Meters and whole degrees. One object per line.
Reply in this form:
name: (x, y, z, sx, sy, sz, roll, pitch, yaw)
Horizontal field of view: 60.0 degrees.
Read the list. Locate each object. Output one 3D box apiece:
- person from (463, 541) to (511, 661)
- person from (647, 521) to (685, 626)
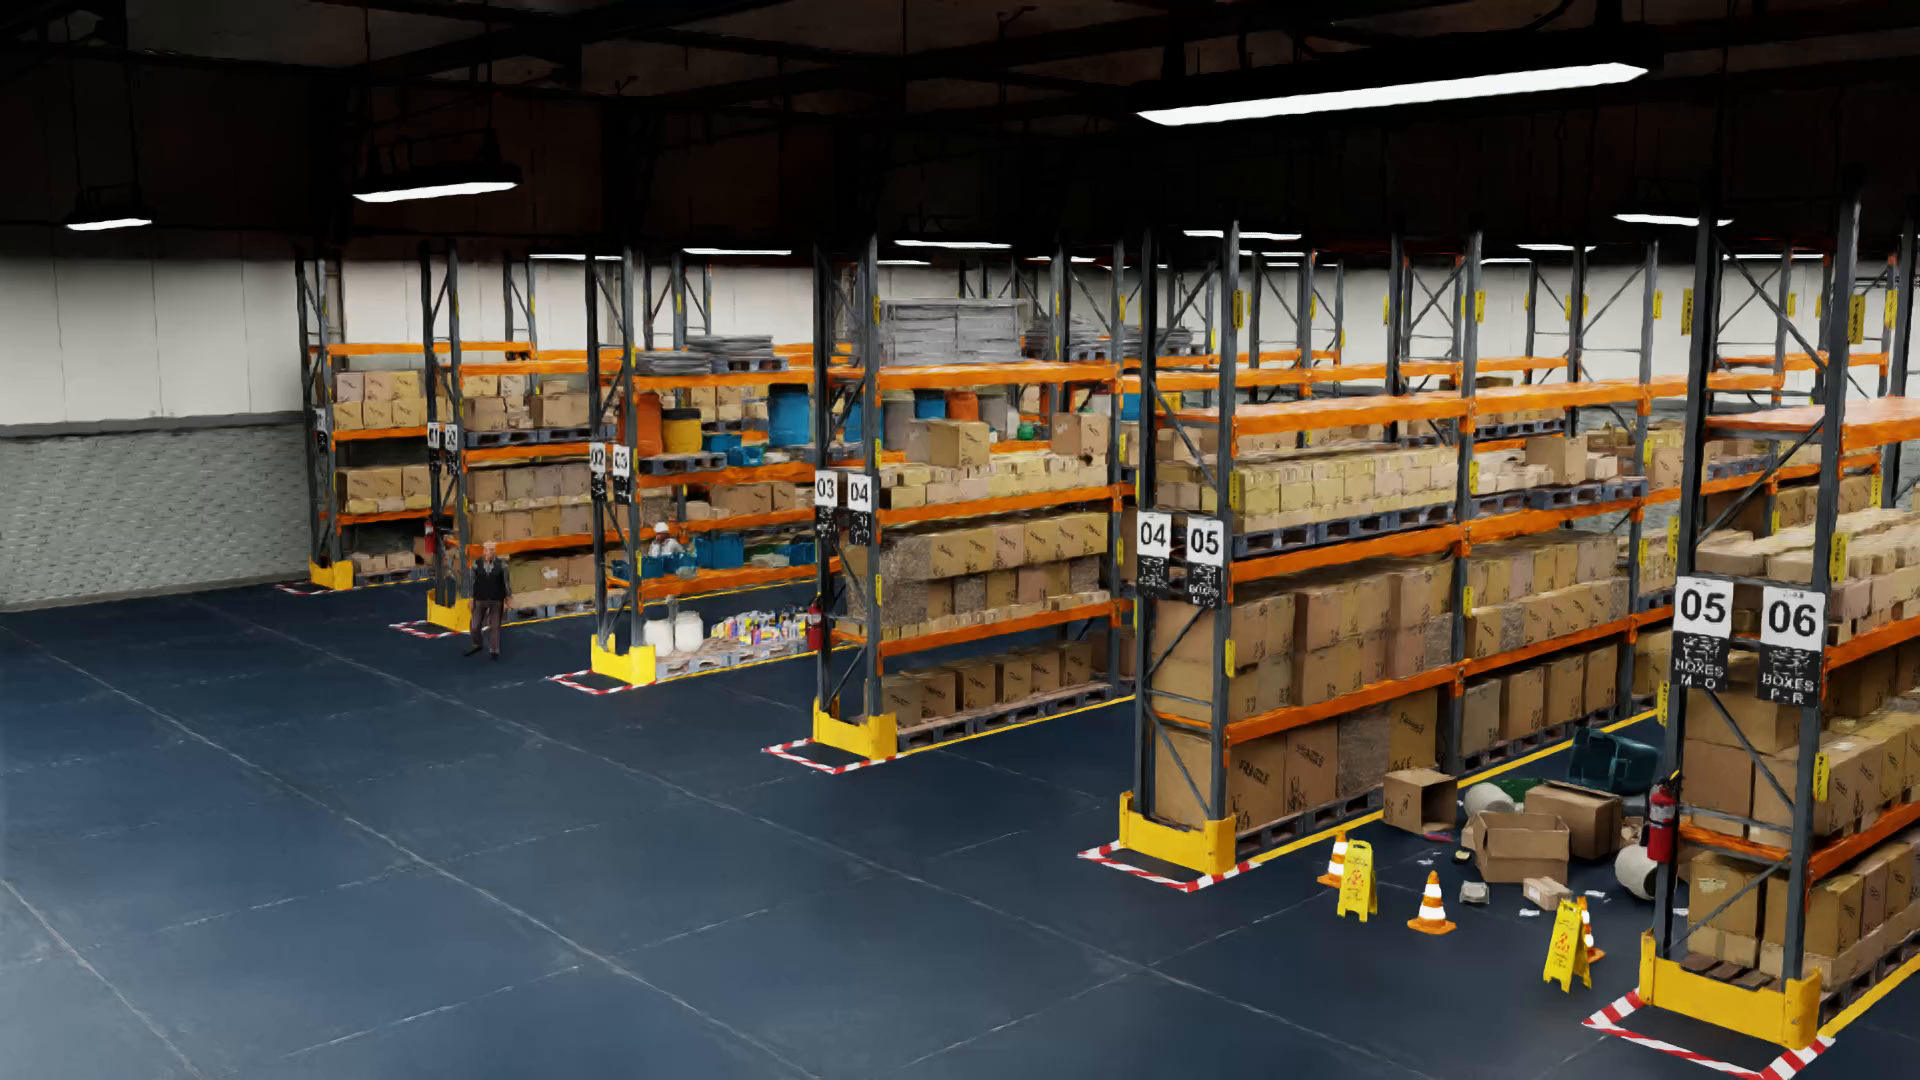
person: (-6.731, 0.858, 23.592, 0.694, 1.713, 0.469, -2, 9, -12)
person: (-4.501, 0.546, 25.754, 0.682, 1.713, 0.844, 5, 10, 30)
